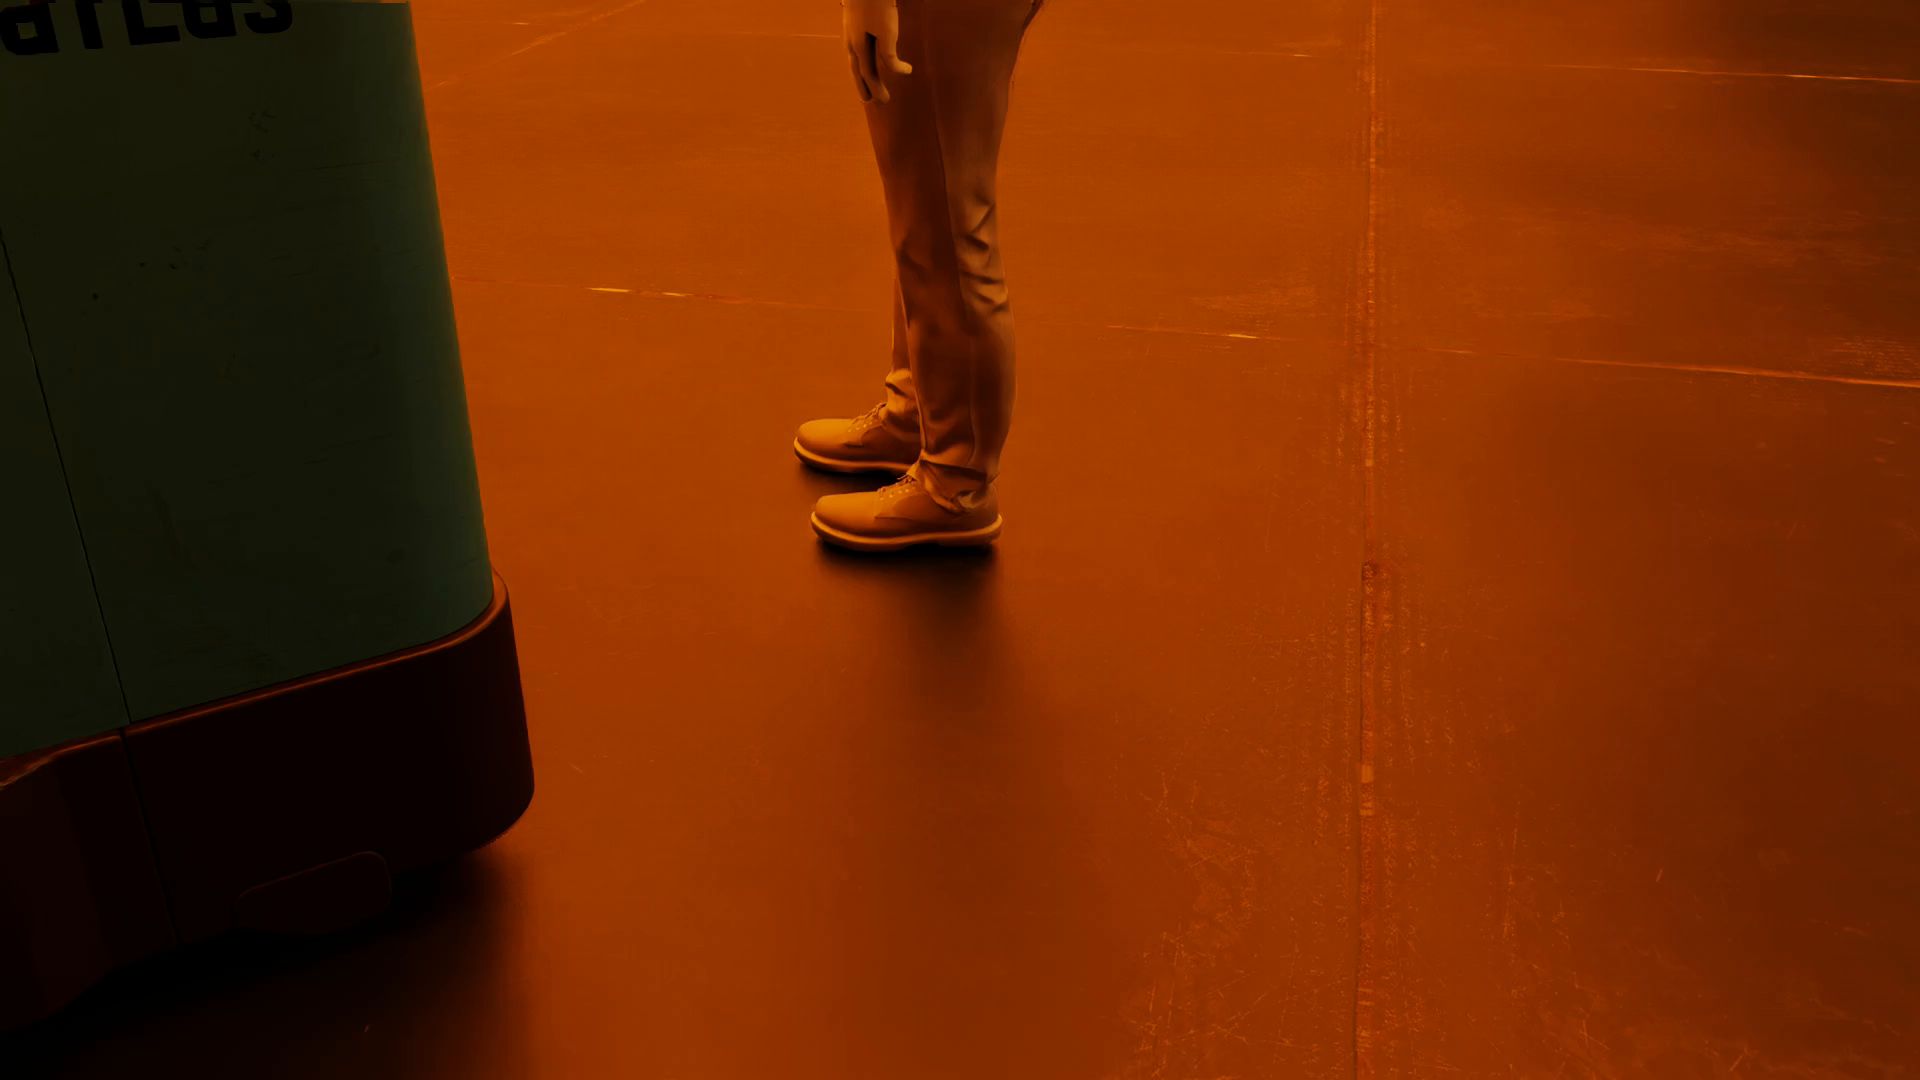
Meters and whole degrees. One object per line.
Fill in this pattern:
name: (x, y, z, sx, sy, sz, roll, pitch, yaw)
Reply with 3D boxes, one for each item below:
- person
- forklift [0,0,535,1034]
person: (-0.072, -0.770, 2.133, 0.517, 1.692, 0.595, 6, 27, 11)
forklift: (-1.979, -0.784, 0.799, 3.031, 2.935, 1.130, -16, 31, -29)
